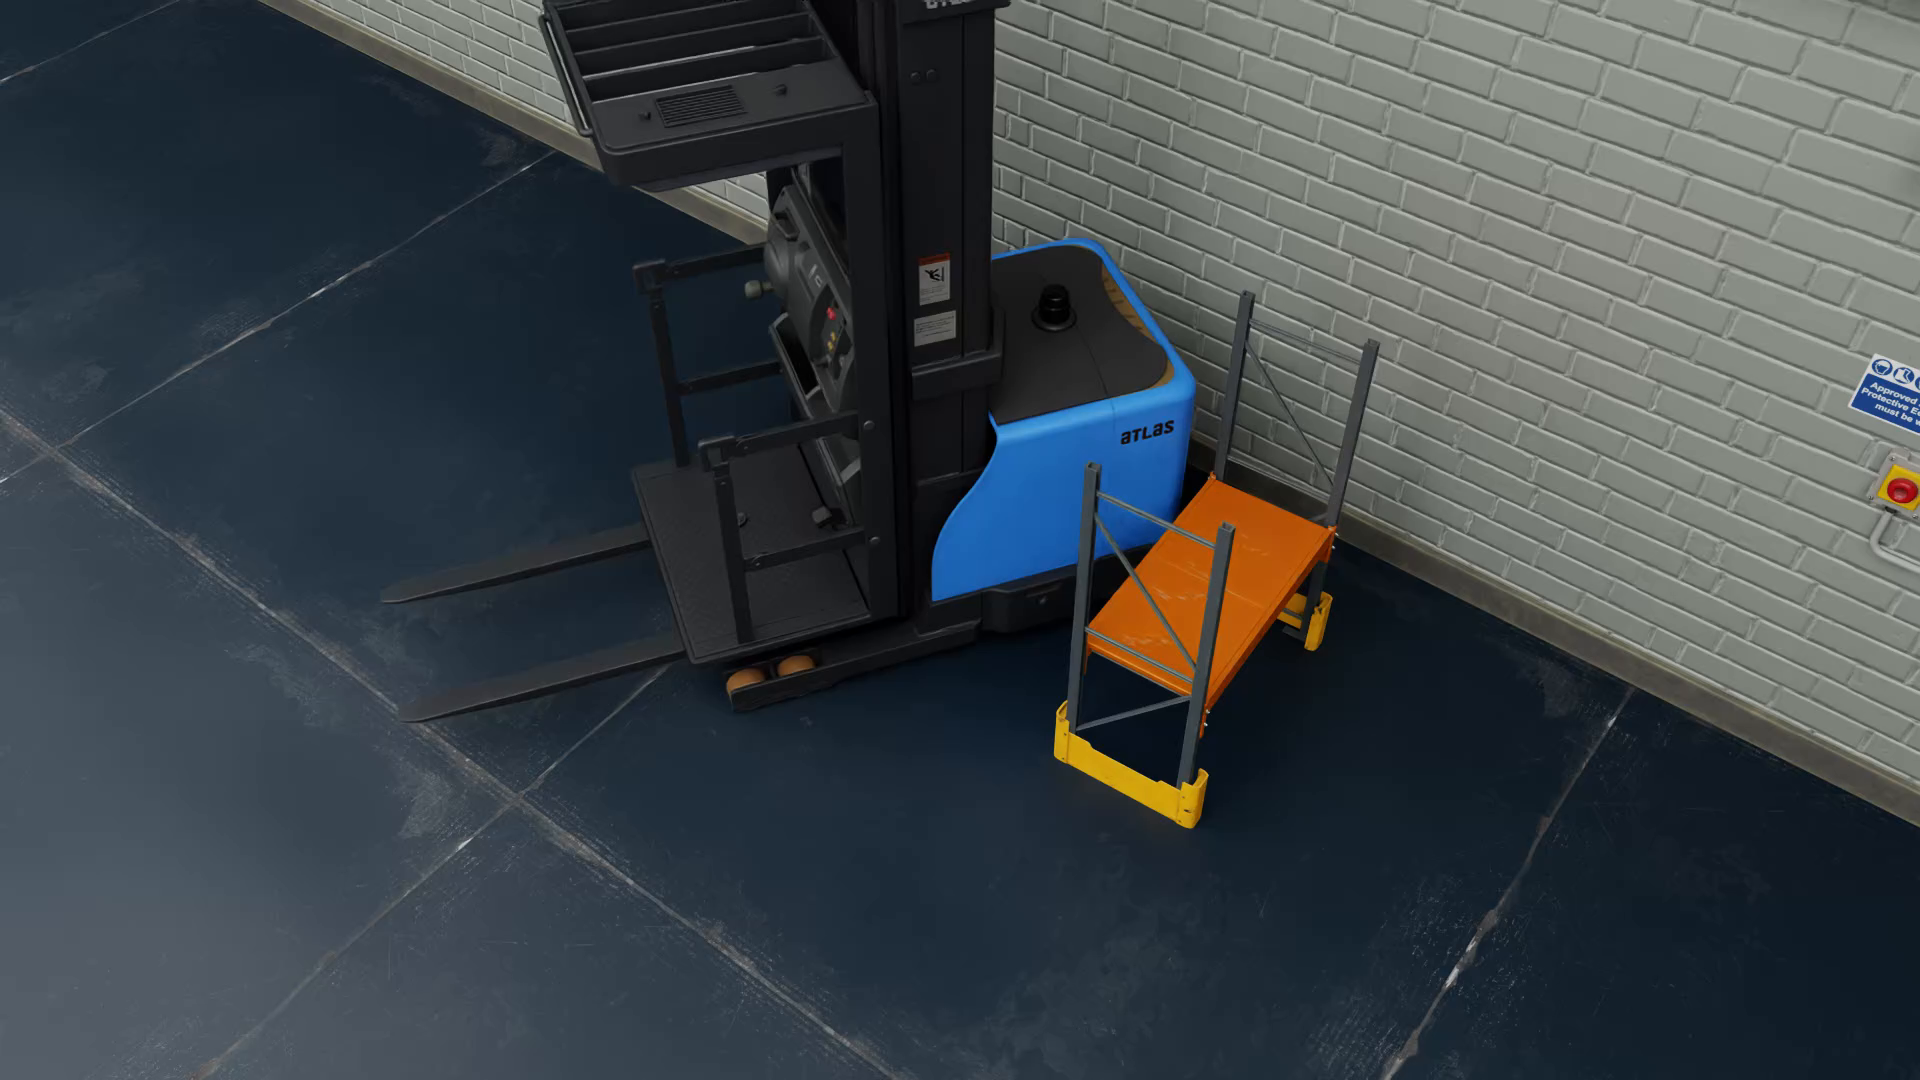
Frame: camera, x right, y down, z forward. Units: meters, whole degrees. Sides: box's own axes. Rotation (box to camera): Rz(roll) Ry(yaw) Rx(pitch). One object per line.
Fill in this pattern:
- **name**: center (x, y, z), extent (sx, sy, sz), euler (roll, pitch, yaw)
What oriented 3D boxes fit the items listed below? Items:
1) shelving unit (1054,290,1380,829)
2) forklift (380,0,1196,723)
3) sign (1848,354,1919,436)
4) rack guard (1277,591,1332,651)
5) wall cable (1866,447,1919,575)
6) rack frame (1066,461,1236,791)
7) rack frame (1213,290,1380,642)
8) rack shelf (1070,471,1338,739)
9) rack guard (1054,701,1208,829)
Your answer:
- **shelving unit**: center (0.885, 0.076, 5.805), extent (0.587, 1.500, 1.083), euler (26, 52, 23)
- **forklift**: center (-0.702, -0.801, 5.653), extent (3.031, 2.935, 1.130), euler (-15, 48, -14)
- **sign**: center (2.905, -0.420, 5.055), extent (0.327, 0.218, 0.001), euler (29, 53, 25)
- **rack guard**: center (1.165, 0.210, 6.542), extent (0.587, 0.250, 0.087), euler (26, 52, 23)
- **wall cable**: center (2.906, -0.632, 4.720), extent (0.585, 1.953, 0.123), euler (29, 53, 25)
- **rack frame**: center (0.595, 0.385, 5.509), extent (0.500, 1.500, 0.032), euler (26, 52, 23)
- **rack frame**: center (1.166, -0.223, 6.090), extent (0.500, 1.500, 0.032), euler (26, 52, 23)
- **rack shelf**: center (0.880, 0.205, 5.930), extent (0.538, 0.185, 1.000), euler (26, 52, 23)
- **rack guard**: center (0.605, 0.805, 5.972), extent (0.587, 0.250, 0.087), euler (26, 52, 23)
